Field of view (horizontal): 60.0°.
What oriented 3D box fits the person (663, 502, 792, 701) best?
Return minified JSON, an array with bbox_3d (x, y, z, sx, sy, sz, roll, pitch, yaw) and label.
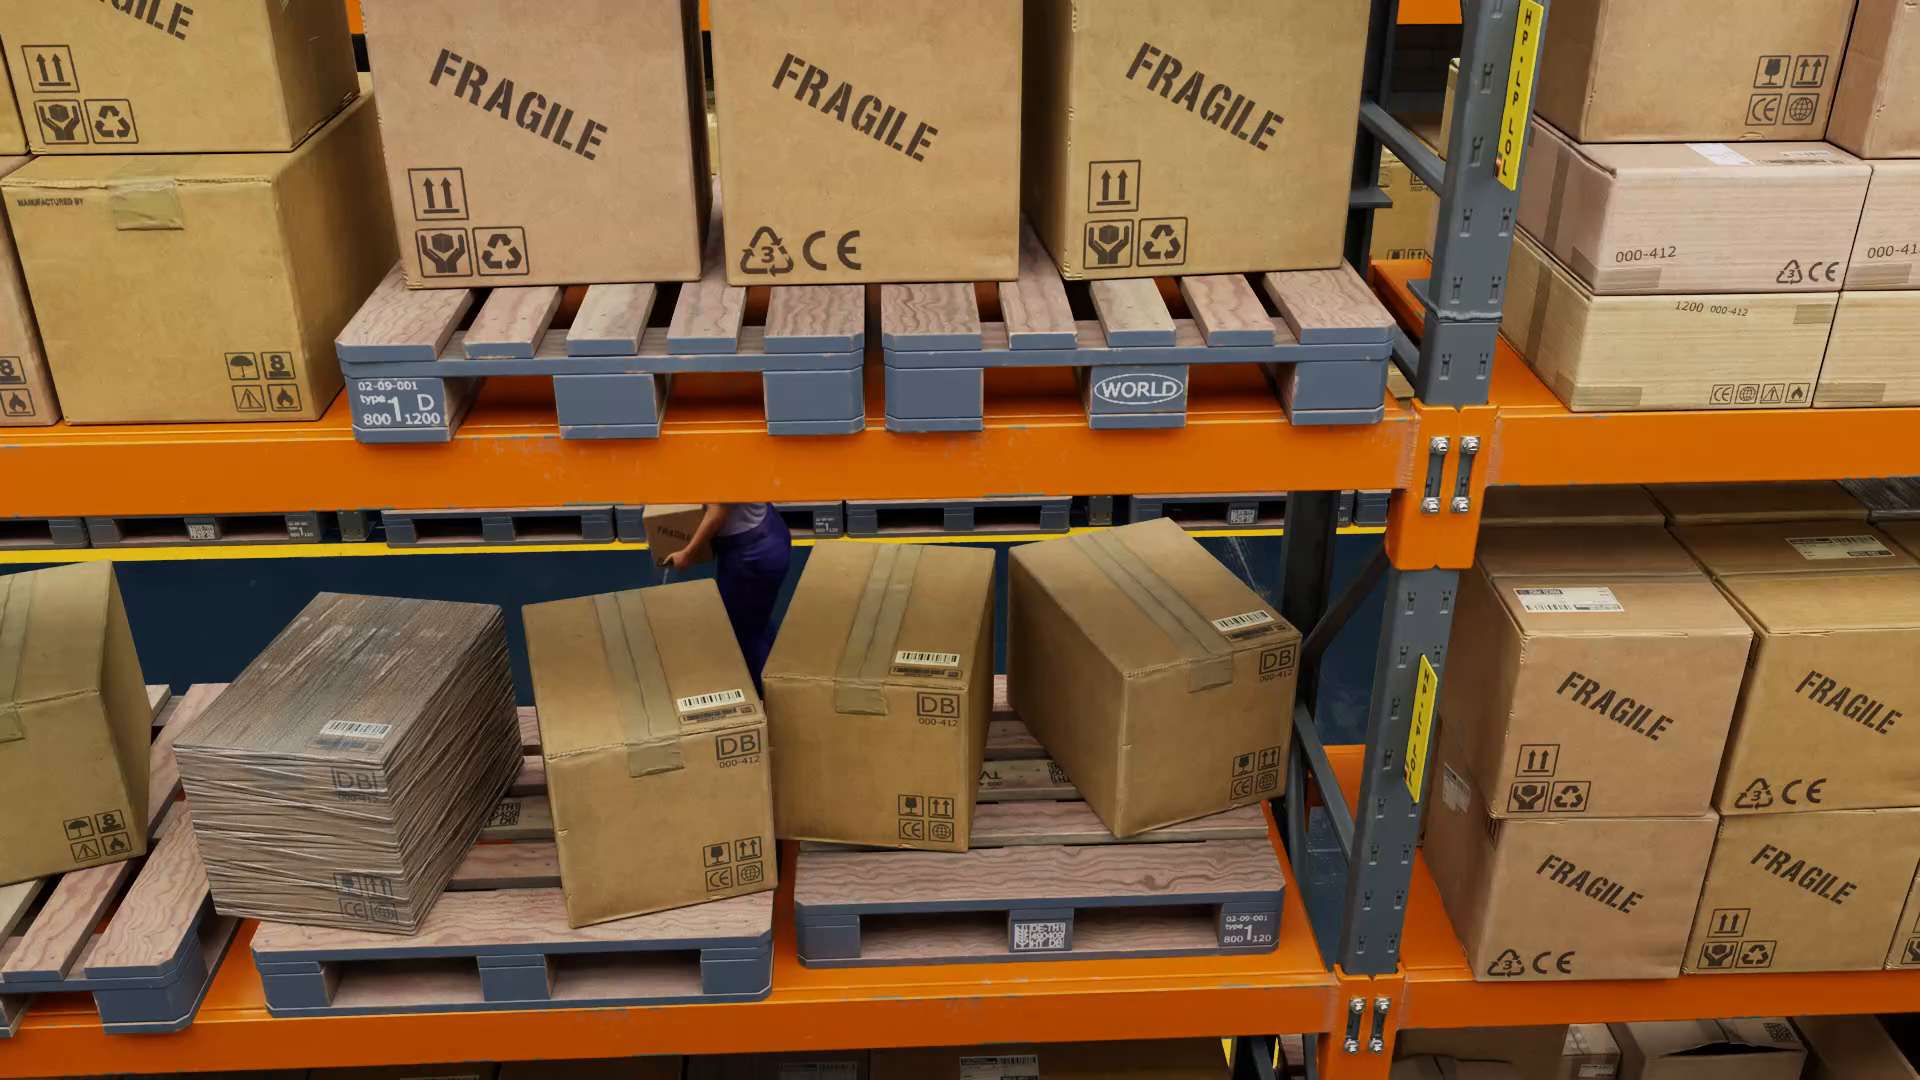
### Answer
[{"bbox_3d":[-0.974,0.073,7.008,0.522,1.646,0.434,-2,28,-3],"label":"person"}]
